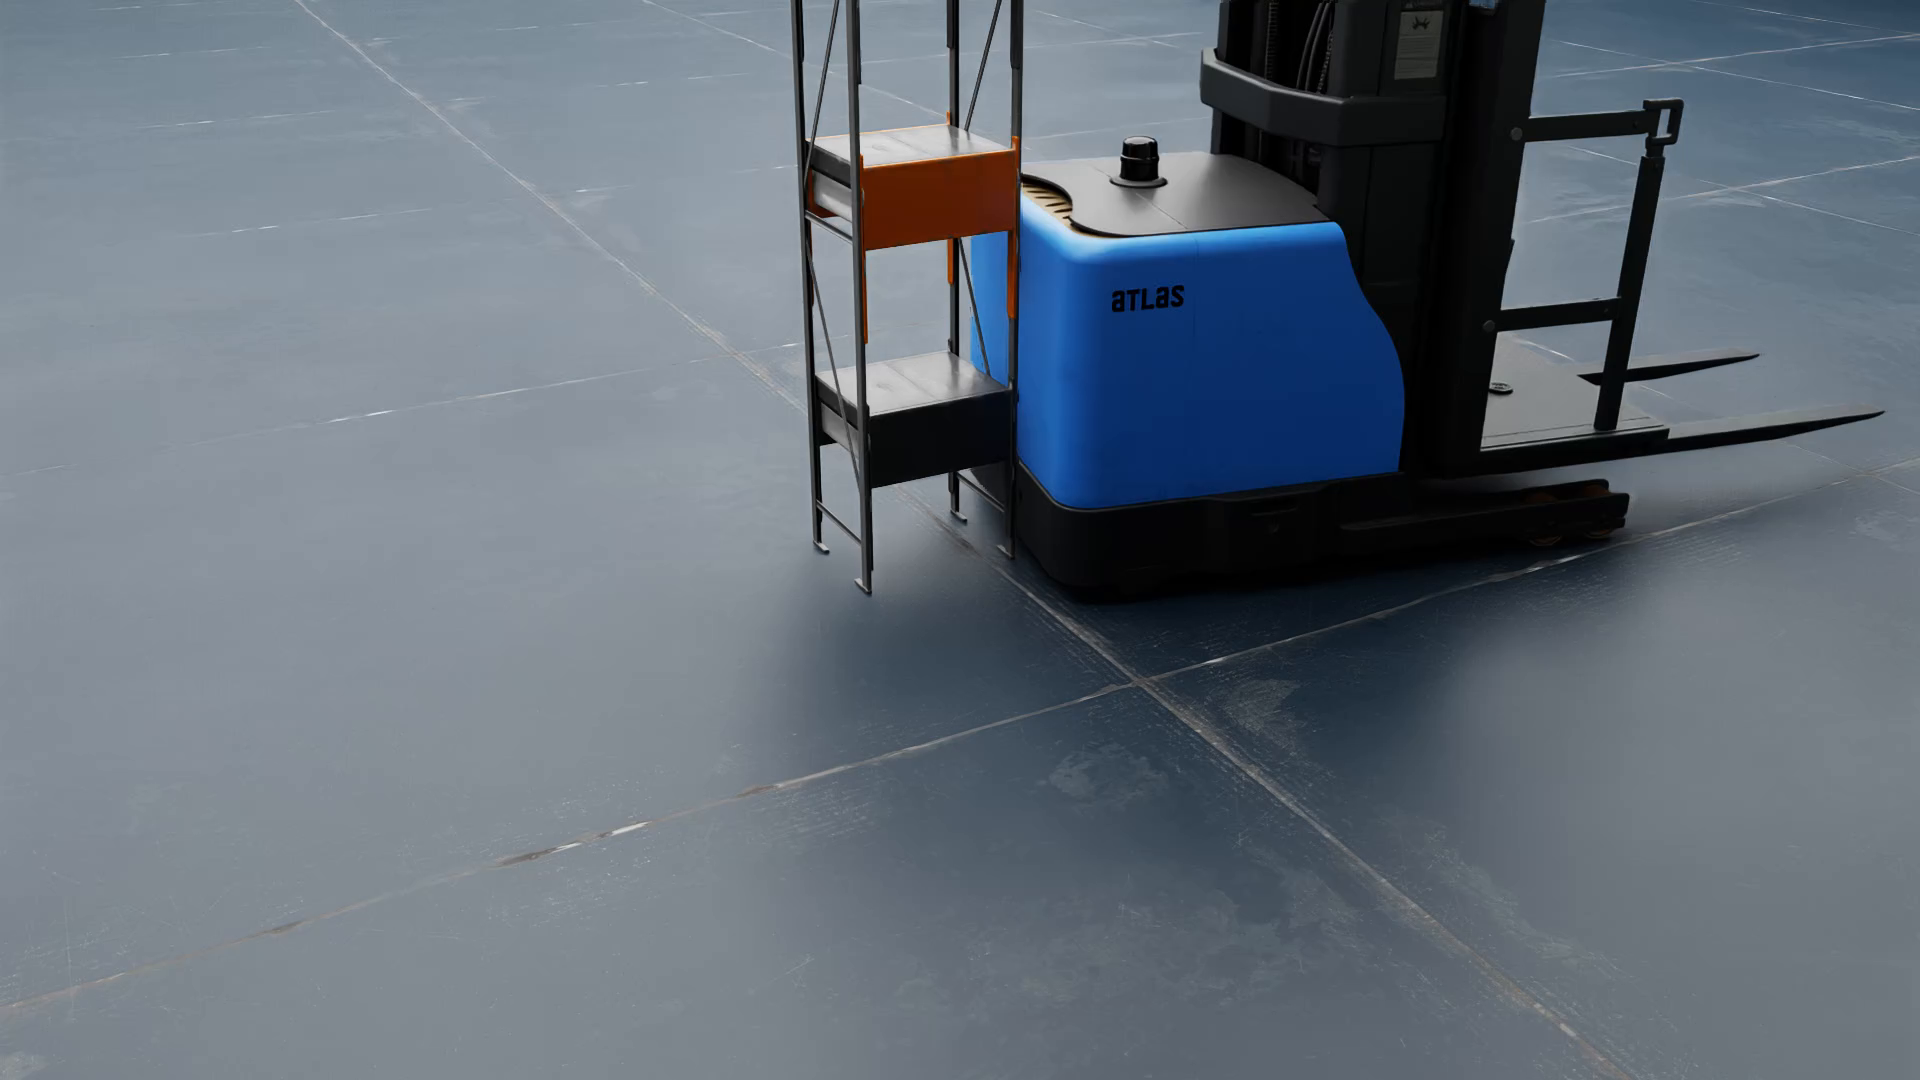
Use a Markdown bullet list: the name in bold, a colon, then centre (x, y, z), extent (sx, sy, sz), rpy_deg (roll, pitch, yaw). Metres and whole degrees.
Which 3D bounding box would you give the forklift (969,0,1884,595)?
- **forklift**: centre (1.596, -1.512, 5.012), extent (3.031, 2.935, 1.130), rpy_deg (-7, 27, -15)

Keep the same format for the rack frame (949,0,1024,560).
- **rack frame**: centre (0.069, -0.963, 4.829), extent (0.015, 2.100, 0.400), rpy_deg (-13, 29, -25)

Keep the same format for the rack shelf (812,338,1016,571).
- **rack shelf**: centre (-0.146, -0.270, 5.034), extent (0.480, 0.518, 0.431), rpy_deg (-13, 29, -25)

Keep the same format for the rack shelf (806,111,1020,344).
- **rack shelf**: centre (-0.146, -0.901, 4.731), extent (0.480, 0.518, 0.431), rpy_deg (-13, 29, -25)

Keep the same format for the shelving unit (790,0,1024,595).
- **shelving unit**: centre (-0.146, -0.913, 4.725), extent (0.503, 2.100, 0.431), rpy_deg (-13, 29, -25)

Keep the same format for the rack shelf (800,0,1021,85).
- **rack shelf**: centre (-0.146, -1.532, 4.428), extent (0.480, 0.518, 0.431), rpy_deg (-13, 29, -25)

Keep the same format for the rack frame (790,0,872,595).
- **rack frame**: centre (-0.361, -0.863, 4.622), extent (0.015, 2.100, 0.400), rpy_deg (-13, 29, -25)
